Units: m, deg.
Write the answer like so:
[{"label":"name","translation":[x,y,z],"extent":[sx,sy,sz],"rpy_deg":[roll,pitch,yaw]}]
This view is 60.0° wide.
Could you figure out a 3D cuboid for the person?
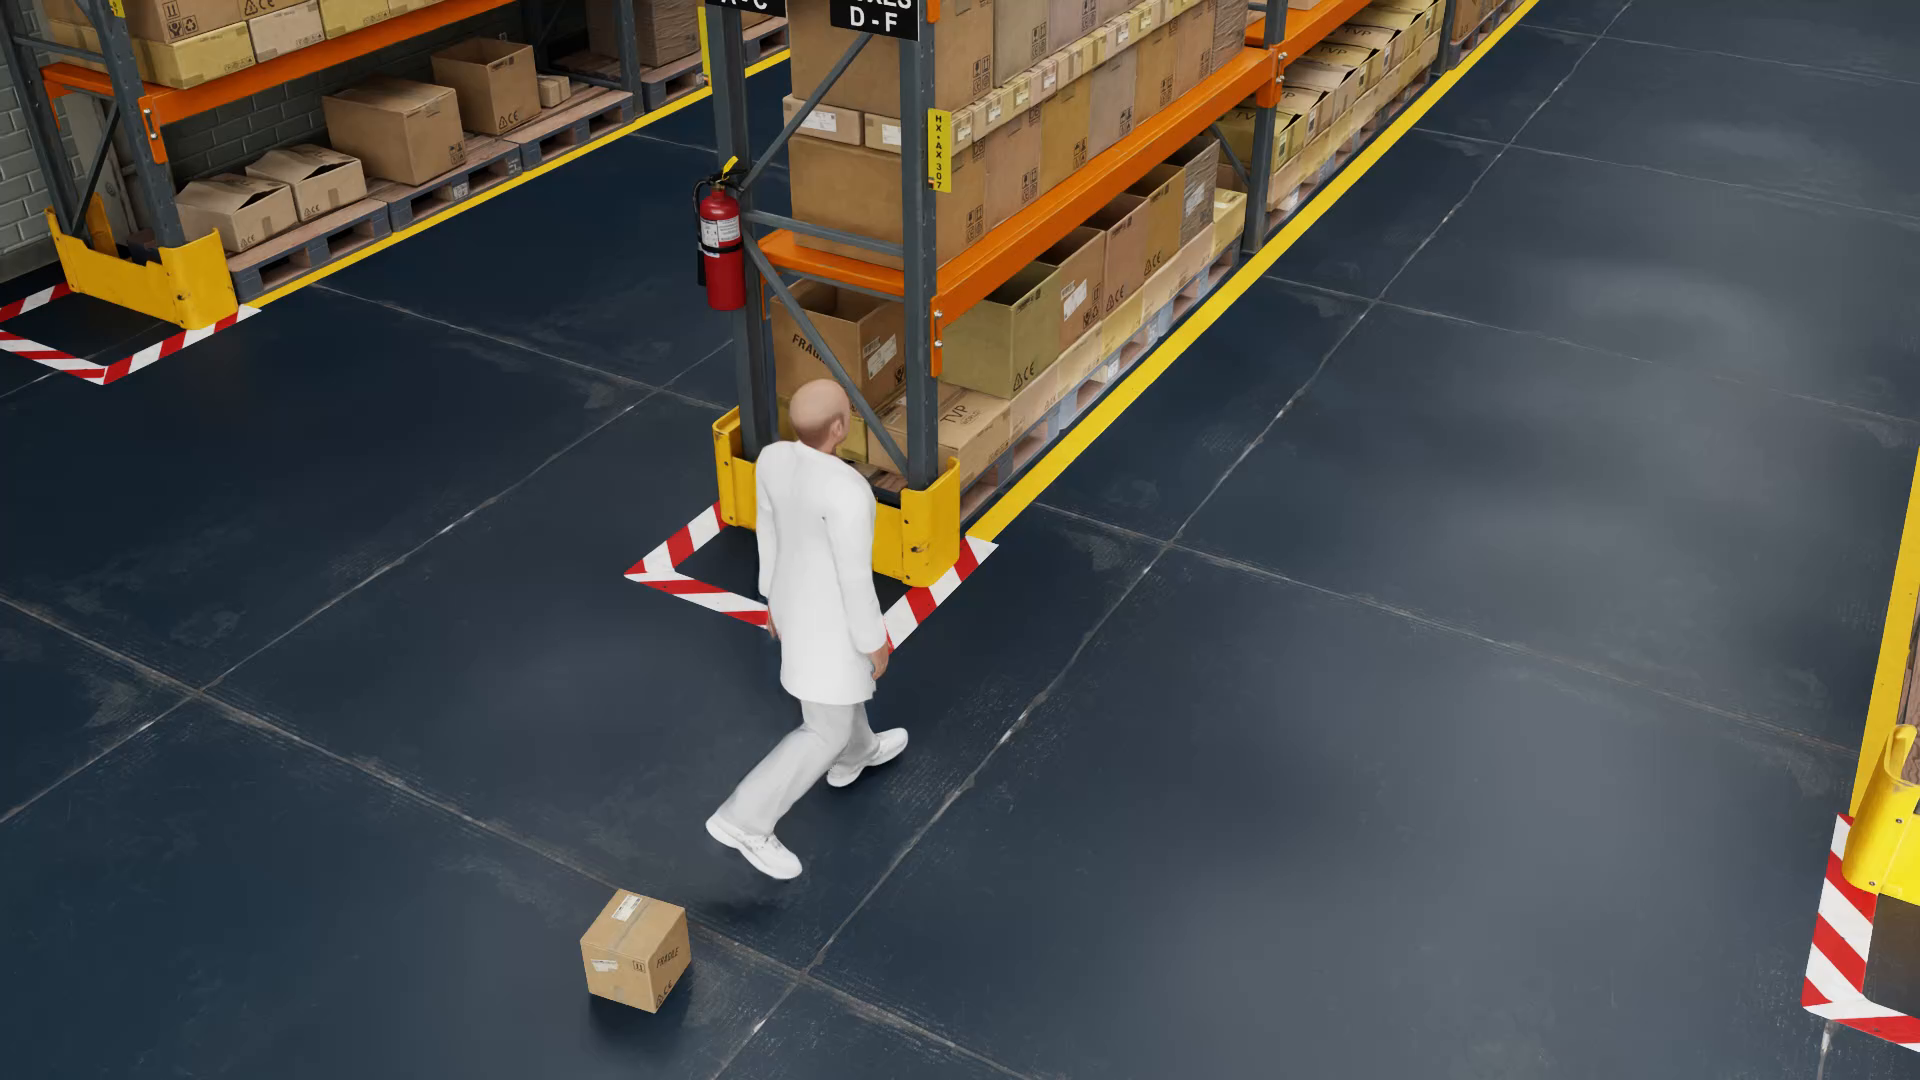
[{"label":"person","translation":[-0.521,0.287,5.703],"extent":[0.955,1.762,0.619],"rpy_deg":[-20,39,-27]}]
